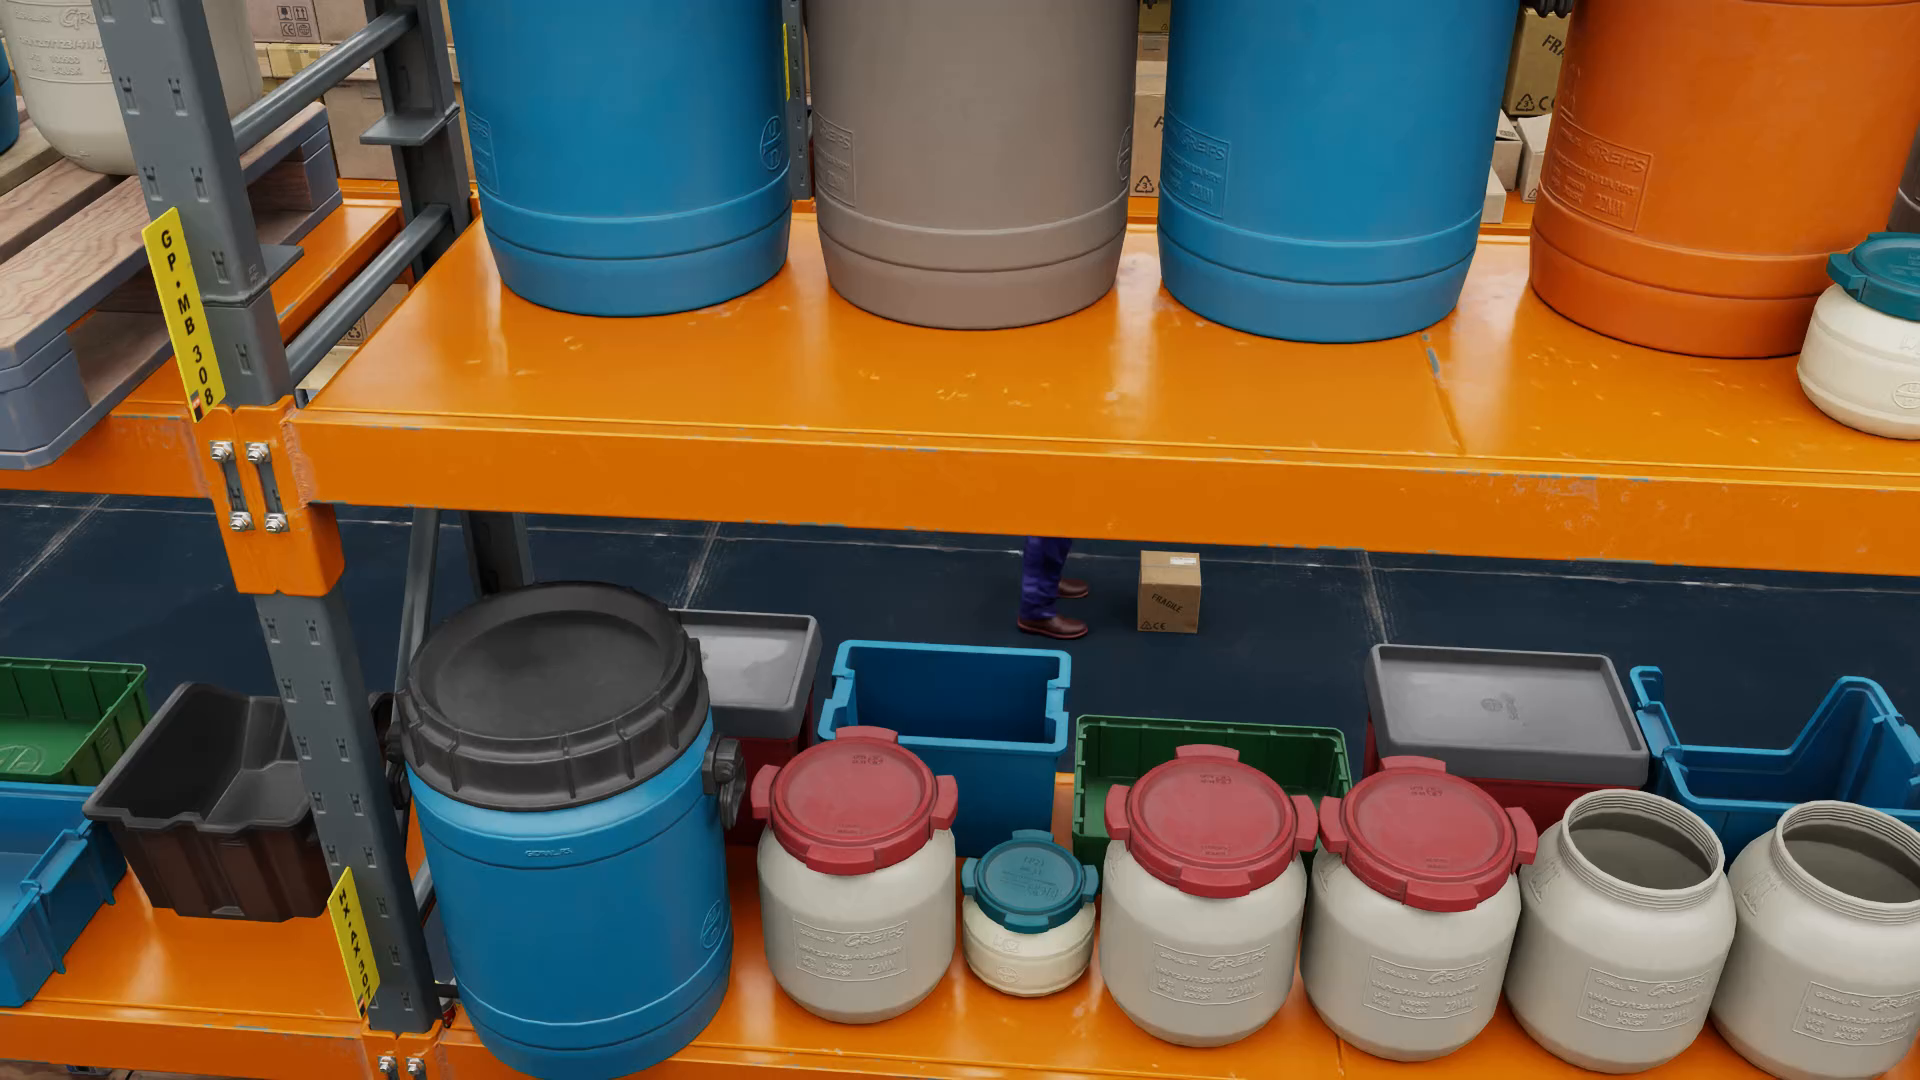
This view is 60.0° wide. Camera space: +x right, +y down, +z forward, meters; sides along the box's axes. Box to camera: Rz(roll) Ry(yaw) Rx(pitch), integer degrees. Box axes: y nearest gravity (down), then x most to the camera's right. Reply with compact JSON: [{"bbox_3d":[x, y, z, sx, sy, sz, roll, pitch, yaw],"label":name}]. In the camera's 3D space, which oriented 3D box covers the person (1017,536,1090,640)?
[{"bbox_3d":[0.416,-0.389,6.789,0.345,1.635,0.467,3,32,5],"label":"person"}]
